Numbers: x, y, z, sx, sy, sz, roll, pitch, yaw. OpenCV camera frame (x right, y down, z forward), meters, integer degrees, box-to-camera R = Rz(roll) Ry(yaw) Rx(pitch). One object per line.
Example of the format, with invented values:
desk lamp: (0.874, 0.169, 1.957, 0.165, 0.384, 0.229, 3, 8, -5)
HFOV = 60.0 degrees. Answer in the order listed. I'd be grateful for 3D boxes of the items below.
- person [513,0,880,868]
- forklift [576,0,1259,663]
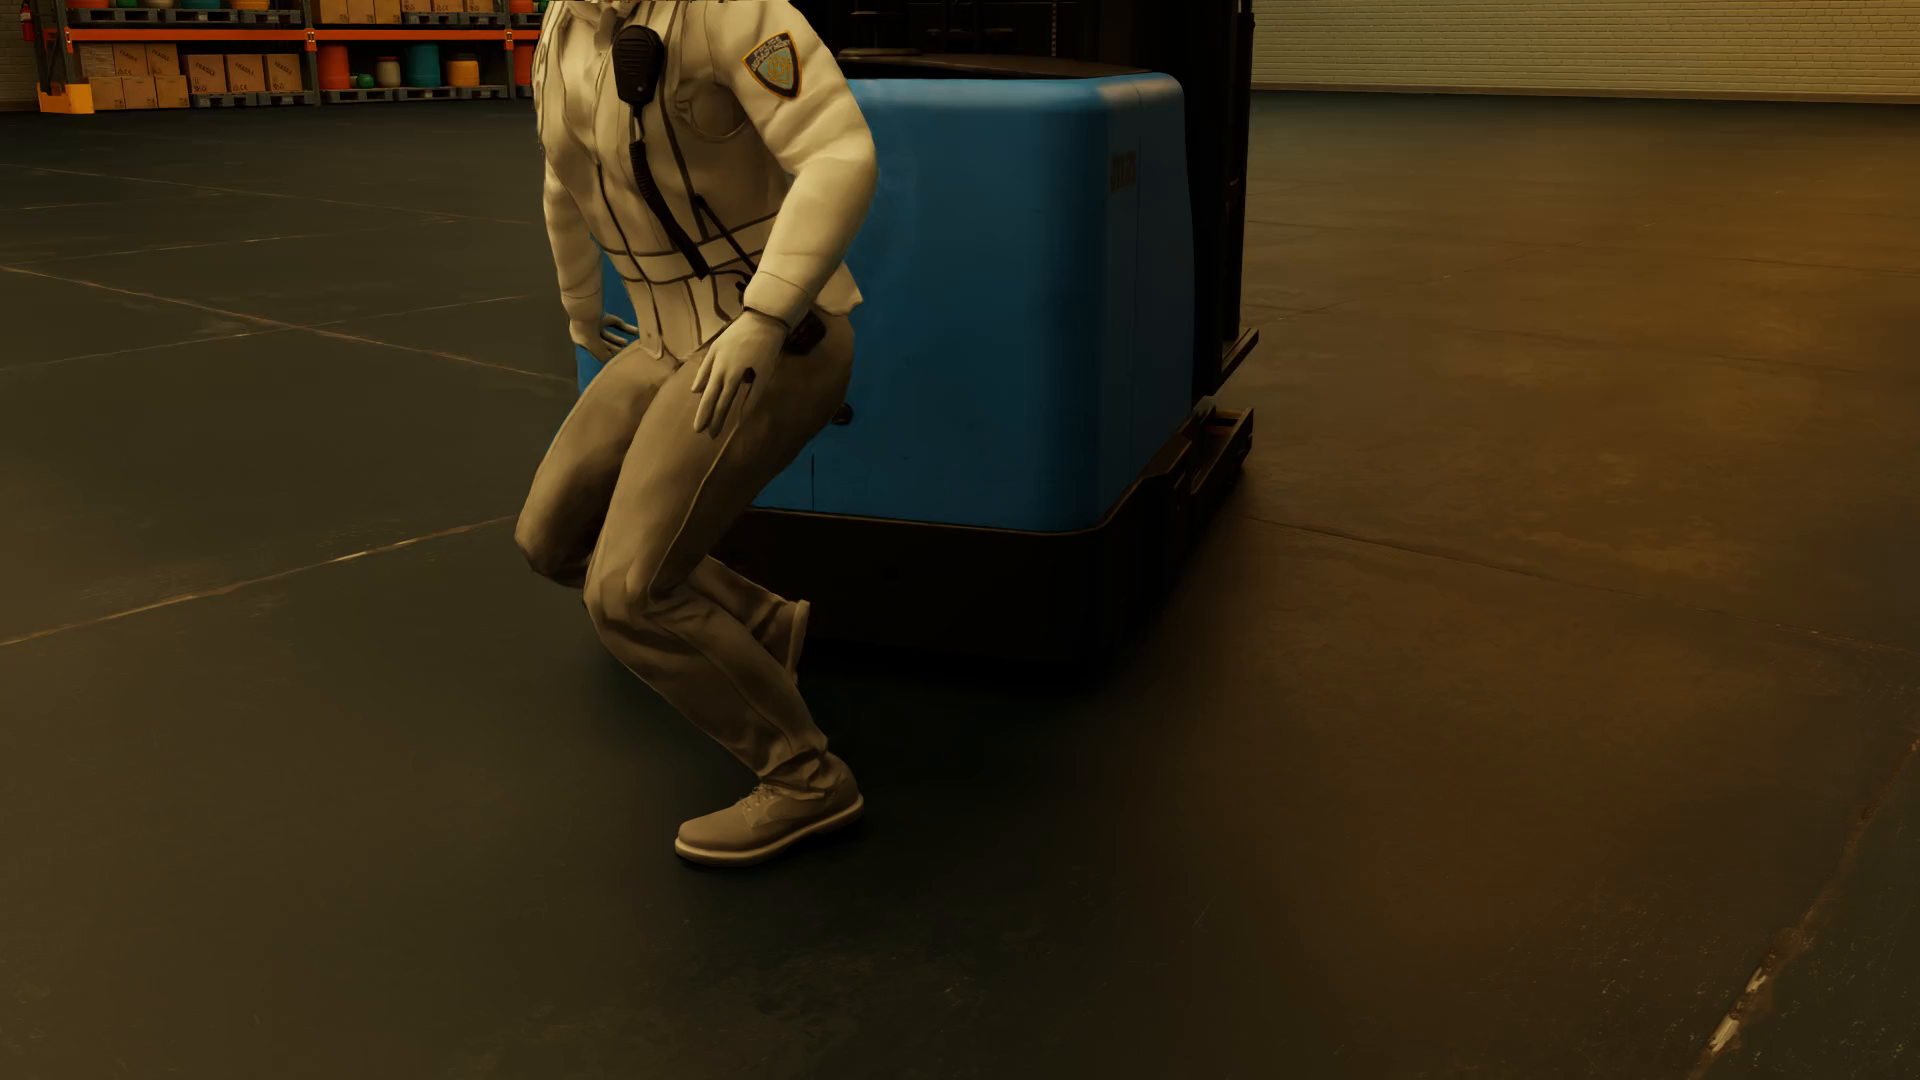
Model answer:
person: (-0.404, -0.286, 2.420, 0.534, 1.491, 0.884, -11, 20, -33)
forklift: (0.182, -1.571, 4.072, 1.130, 2.935, 3.031, 5, 18, 17)
